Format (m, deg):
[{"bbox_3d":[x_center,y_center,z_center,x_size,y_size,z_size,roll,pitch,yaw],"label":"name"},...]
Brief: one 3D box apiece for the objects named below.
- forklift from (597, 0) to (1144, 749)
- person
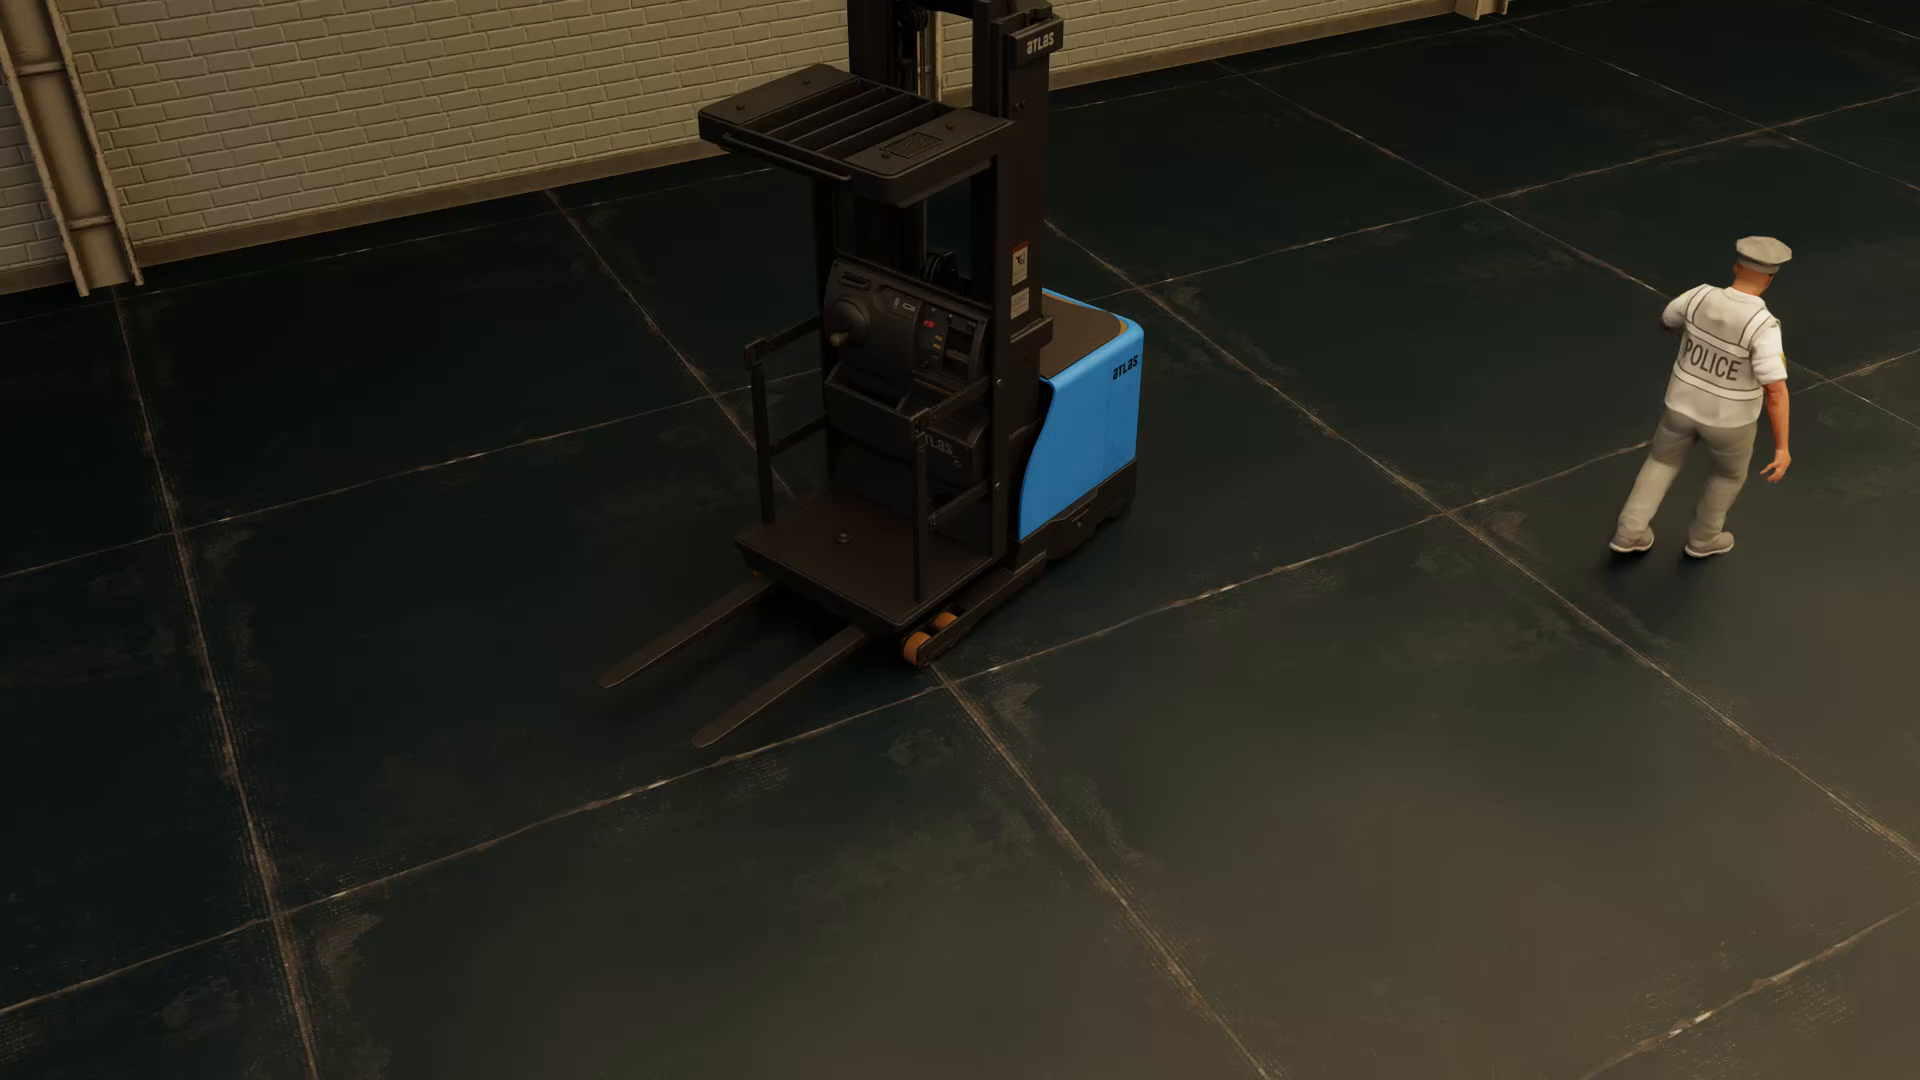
[{"bbox_3d":[-0.390,-0.927,7.434,1.130,2.935,3.031,26,43,31],"label":"forklift"},{"bbox_3d":[3.688,-0.641,8.087,0.740,1.728,0.943,-25,42,-31],"label":"person"}]
